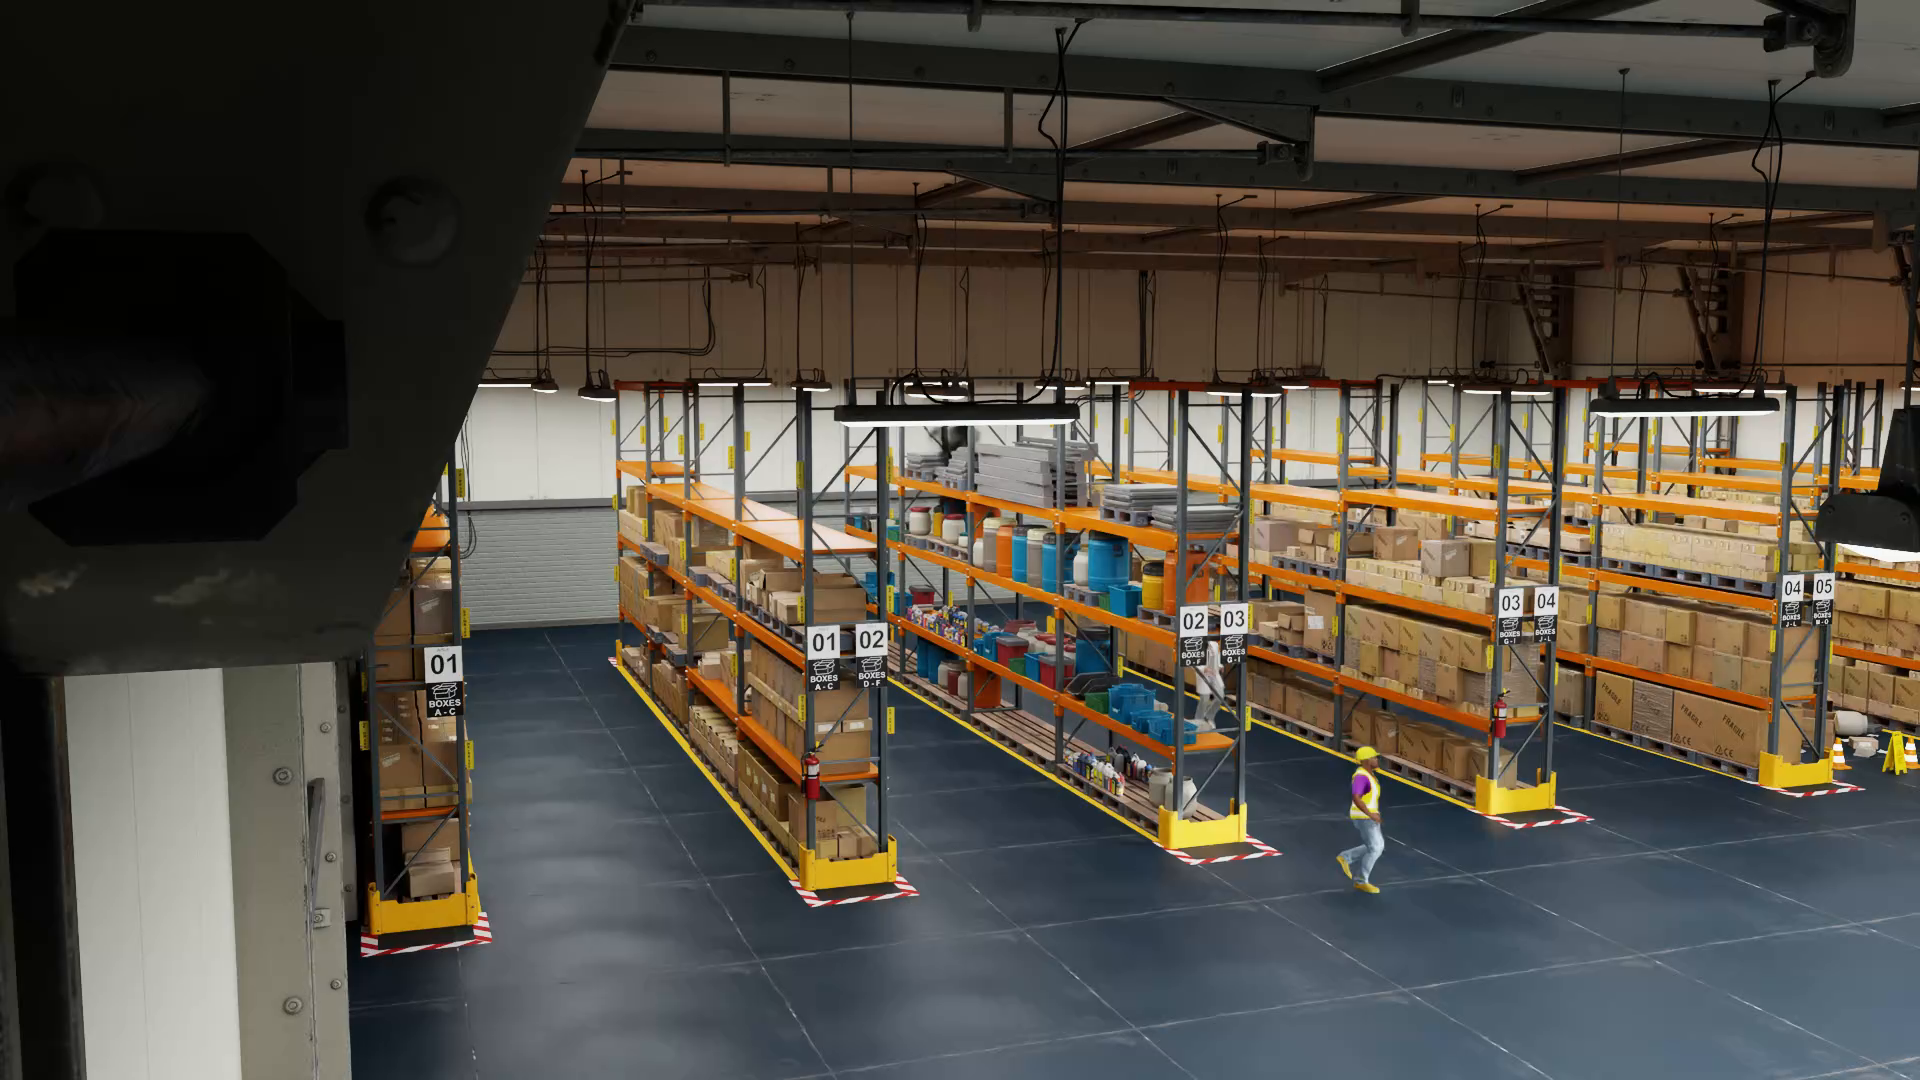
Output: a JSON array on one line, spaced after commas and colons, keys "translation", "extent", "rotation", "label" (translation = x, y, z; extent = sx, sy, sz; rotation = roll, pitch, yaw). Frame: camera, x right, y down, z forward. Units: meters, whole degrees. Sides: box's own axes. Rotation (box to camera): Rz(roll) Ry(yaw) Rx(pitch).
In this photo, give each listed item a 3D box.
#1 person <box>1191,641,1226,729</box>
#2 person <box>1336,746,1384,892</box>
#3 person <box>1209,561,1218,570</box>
[{"translation": [4.317, 2.417, 28.898], "extent": [0.719, 1.765, 0.730], "rotation": [-2, 6, -17], "label": "person"}, {"translation": [4.877, 3.363, 20.191], "extent": [0.579, 1.730, 0.748], "rotation": [2, 6, 21], "label": "person"}, {"translation": [5.950, 1.209, 40.715], "extent": [0.823, 1.688, 0.564], "rotation": [5, 8, 41], "label": "person"}]
